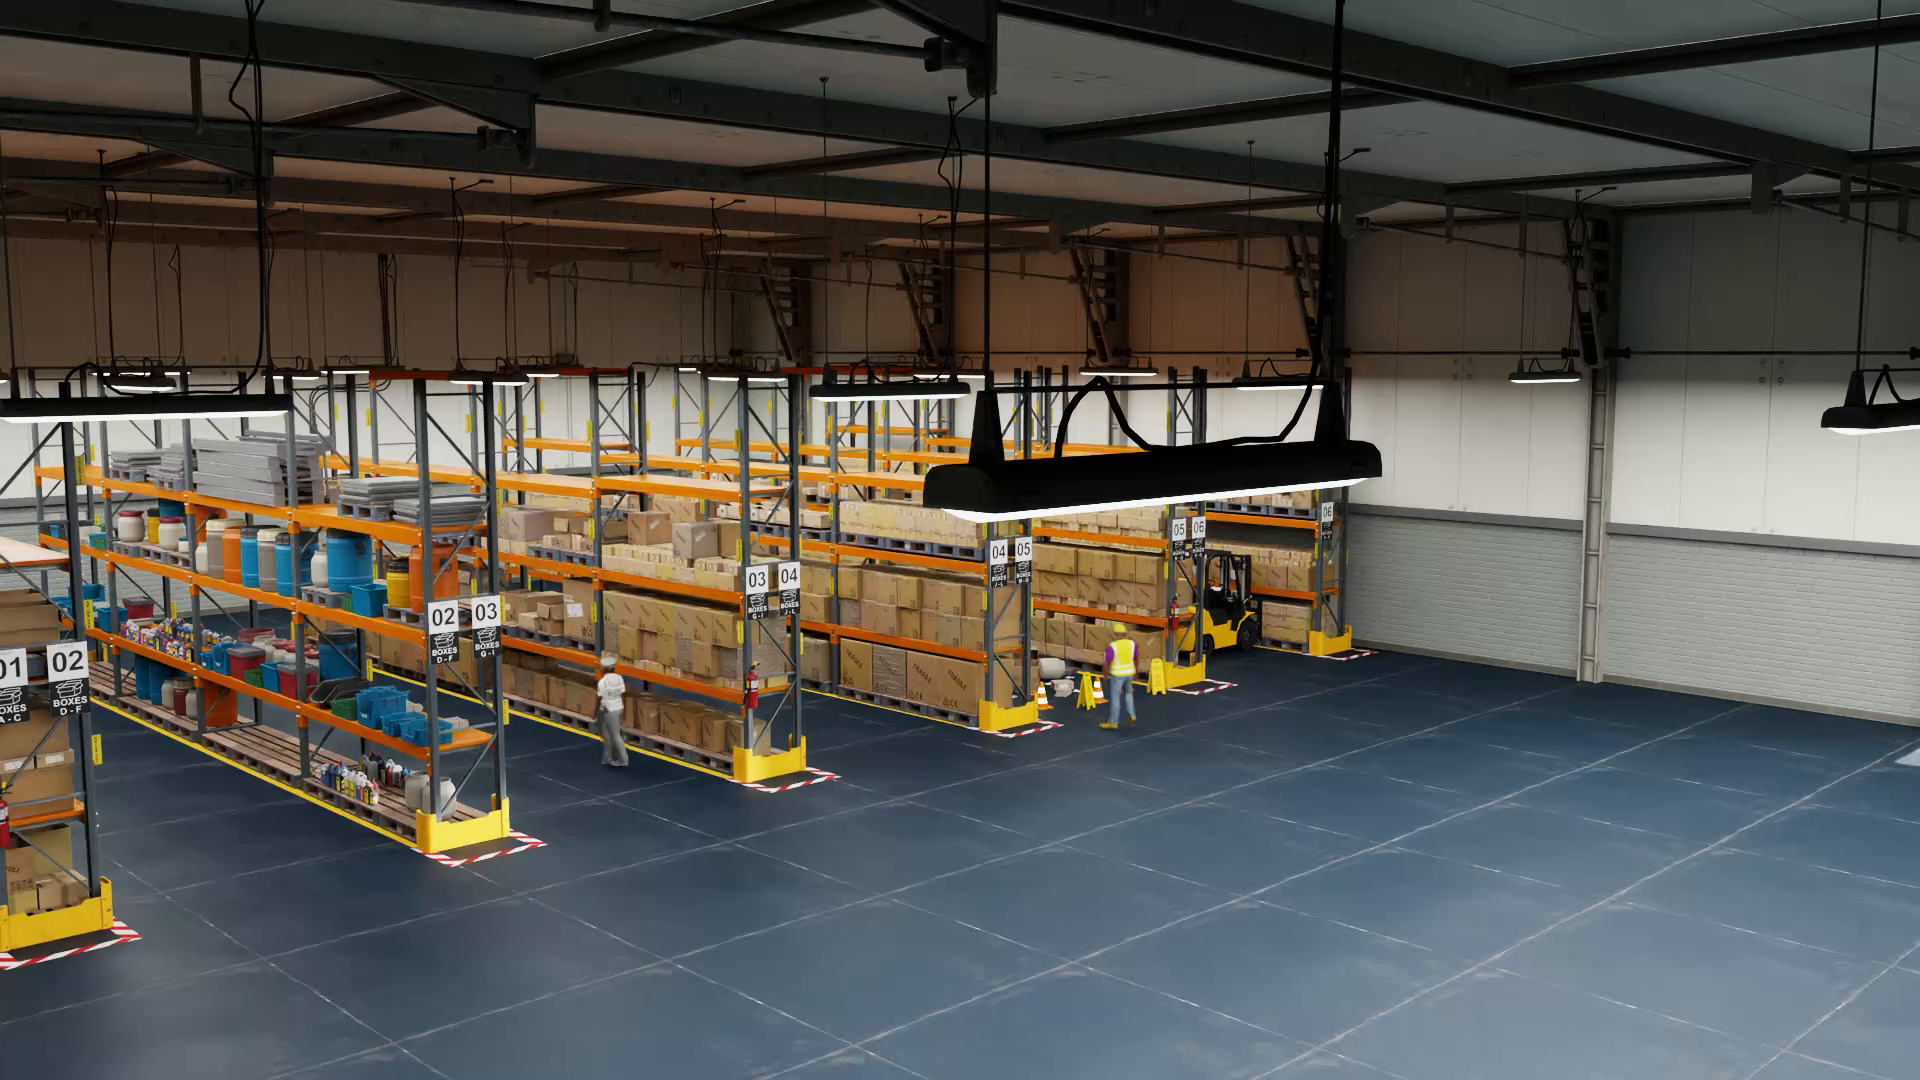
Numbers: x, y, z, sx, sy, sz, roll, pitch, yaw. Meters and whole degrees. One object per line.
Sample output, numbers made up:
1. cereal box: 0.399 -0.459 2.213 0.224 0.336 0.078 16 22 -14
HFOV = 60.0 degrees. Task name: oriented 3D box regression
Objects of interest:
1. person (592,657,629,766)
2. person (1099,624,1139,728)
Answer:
1. person: -5.348 2.660 25.426 0.598 1.743 0.470 1 7 10
2. person: 2.733 2.283 28.021 0.656 1.769 0.429 -4 7 -29
